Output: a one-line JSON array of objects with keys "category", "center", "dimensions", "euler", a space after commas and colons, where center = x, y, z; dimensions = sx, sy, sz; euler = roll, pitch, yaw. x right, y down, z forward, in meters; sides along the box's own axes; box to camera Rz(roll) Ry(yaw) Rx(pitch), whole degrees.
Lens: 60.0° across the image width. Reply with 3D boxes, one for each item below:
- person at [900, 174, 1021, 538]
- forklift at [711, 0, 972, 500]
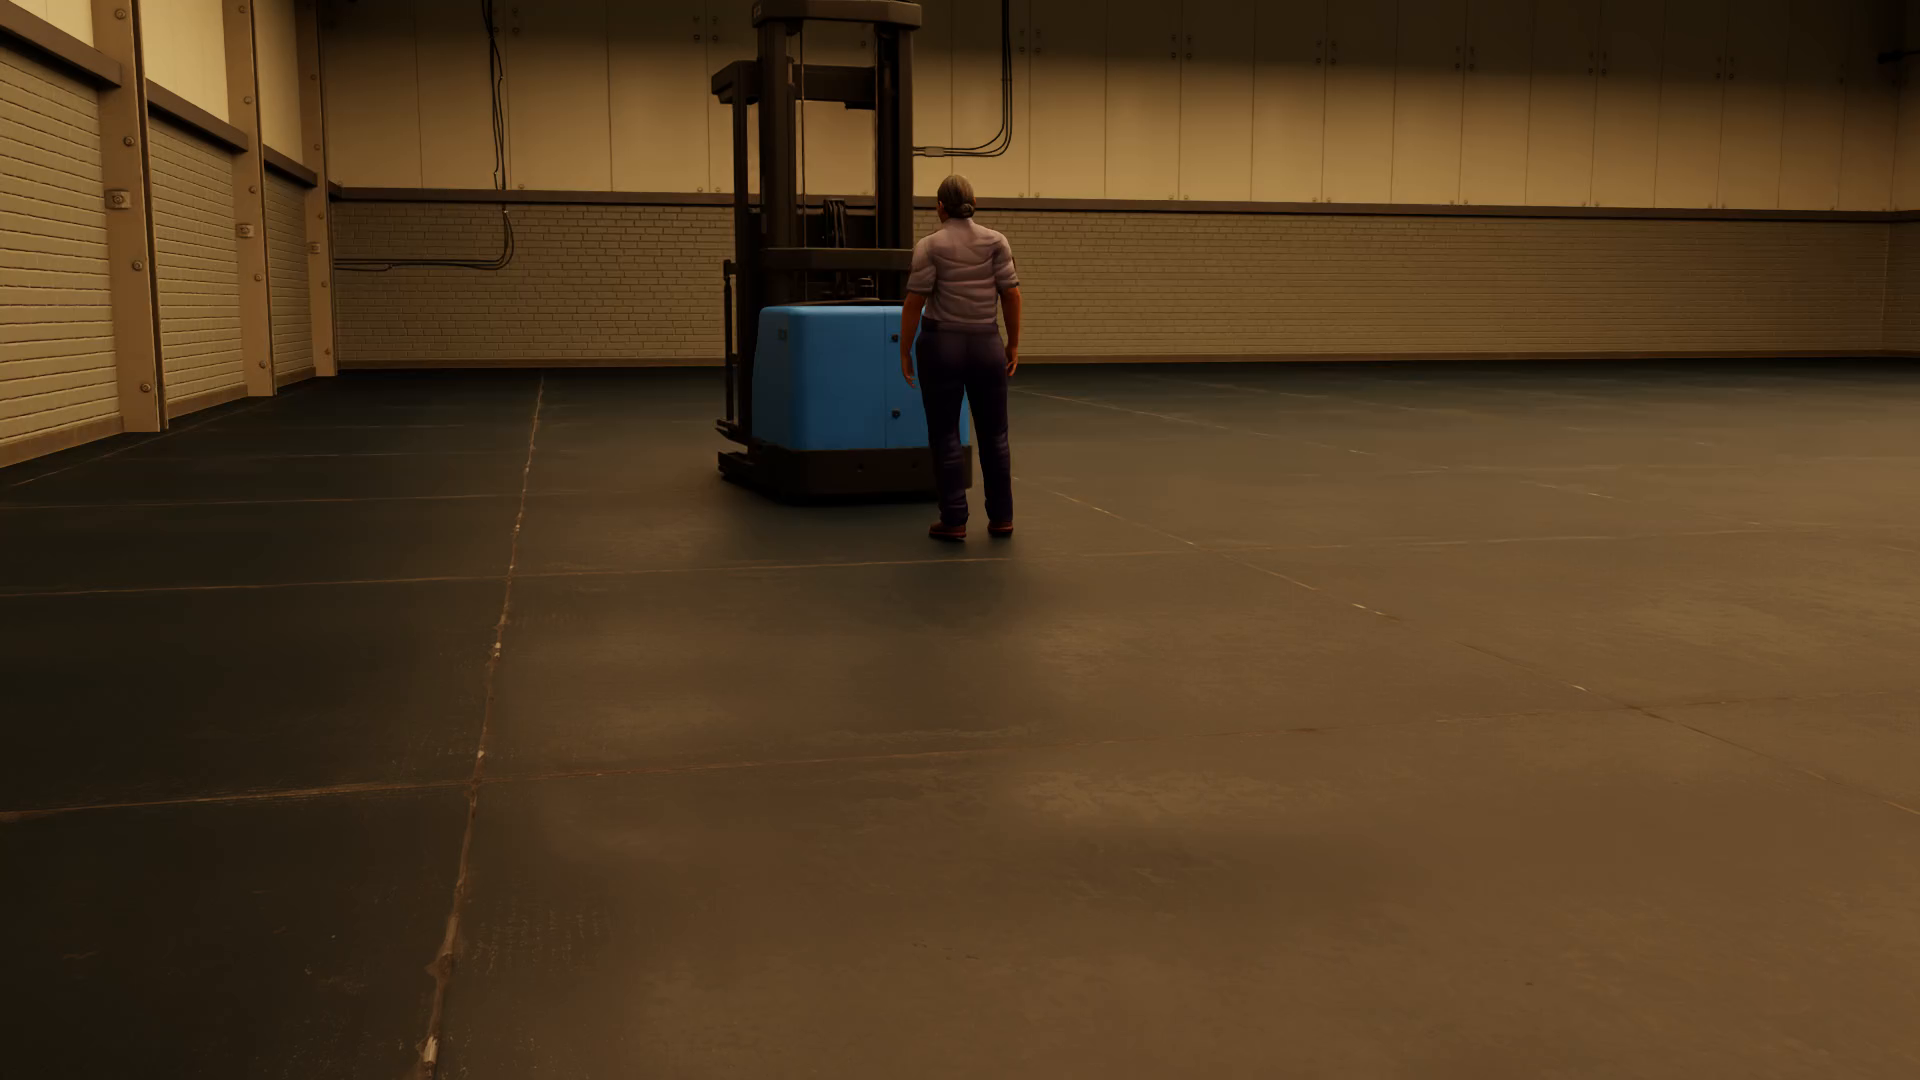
[{"category": "person", "center": [0.001, -0.836, 7.683], "dimensions": [0.599, 1.650, 0.503], "euler": [-2, 8, -13]}, {"category": "forklift", "center": [-0.897, -1.839, 10.268], "dimensions": [1.130, 2.935, 3.031], "euler": [-3, 8, -19]}]
